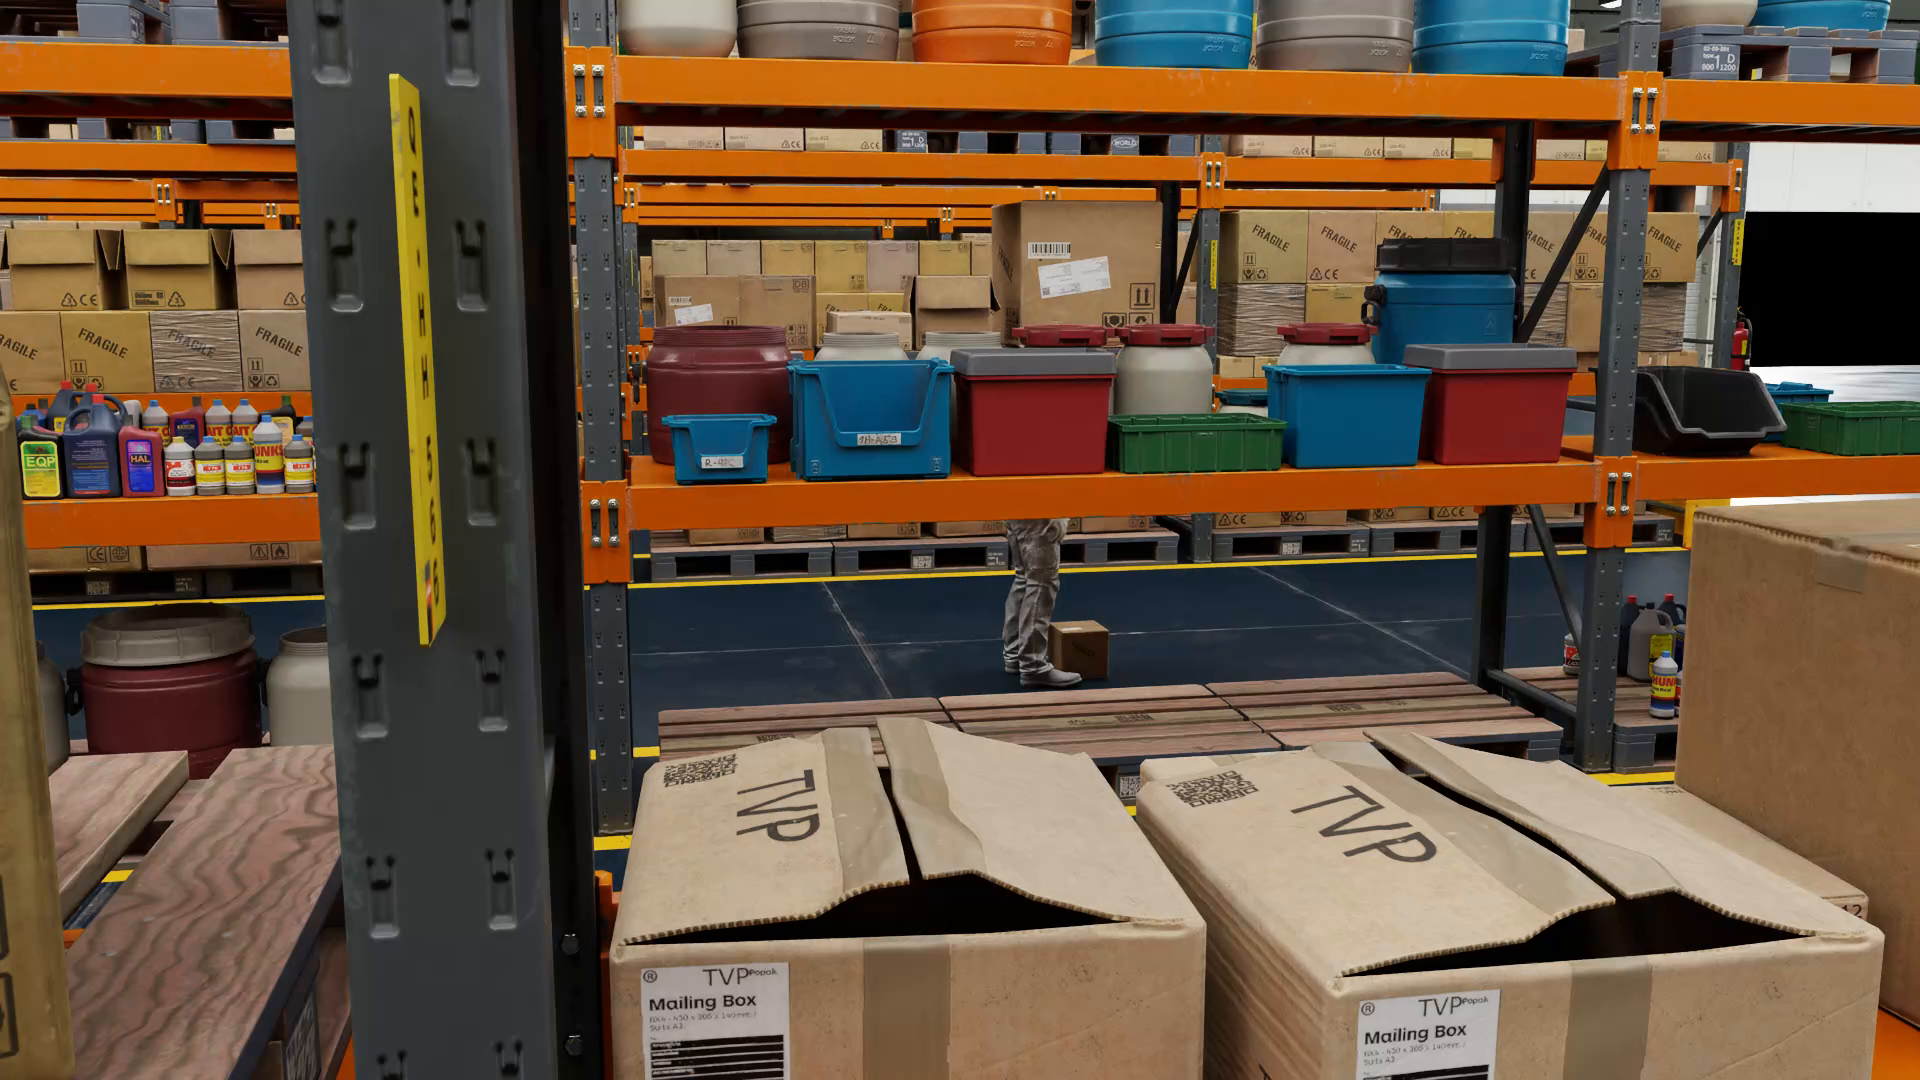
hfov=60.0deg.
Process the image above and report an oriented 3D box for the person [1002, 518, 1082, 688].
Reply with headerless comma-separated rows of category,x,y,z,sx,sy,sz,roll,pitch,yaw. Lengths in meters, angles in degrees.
person,0.388,-0.174,8.391,0.453,1.774,0.628,-2,10,-12
